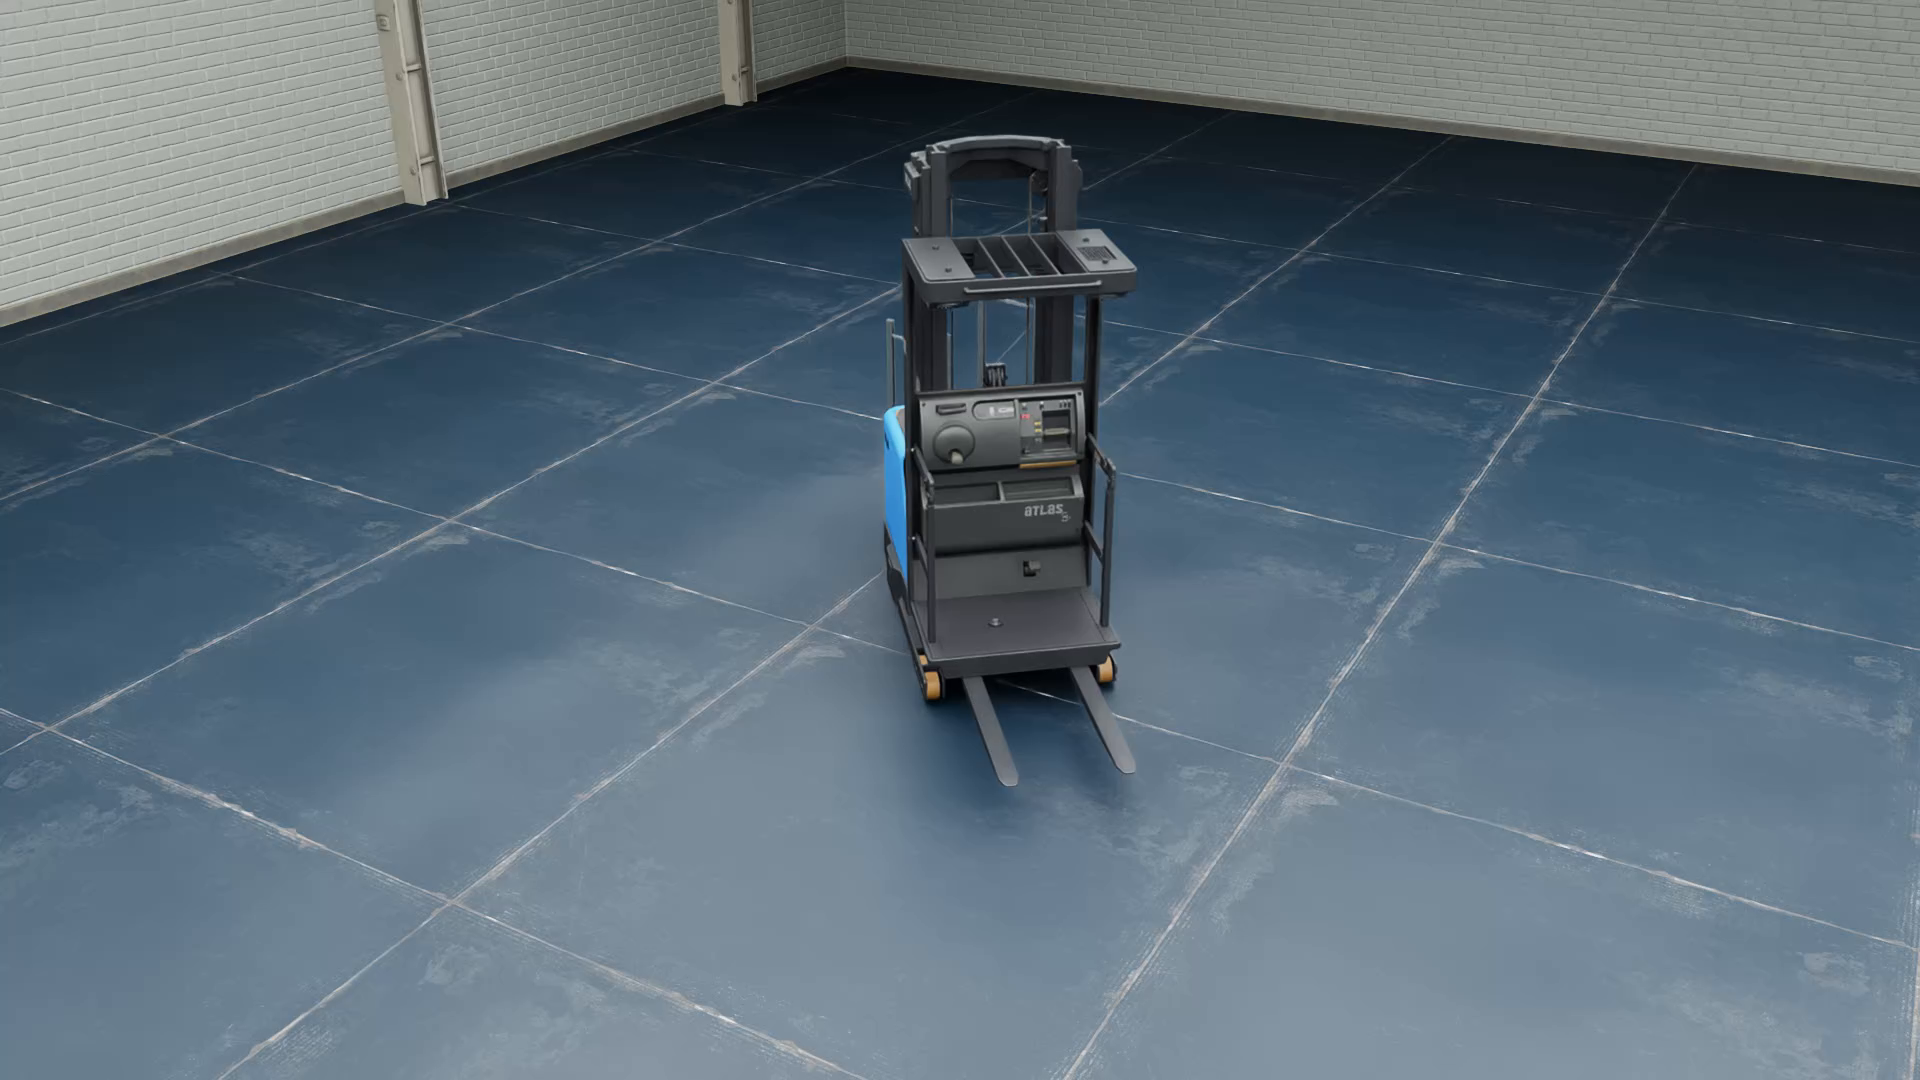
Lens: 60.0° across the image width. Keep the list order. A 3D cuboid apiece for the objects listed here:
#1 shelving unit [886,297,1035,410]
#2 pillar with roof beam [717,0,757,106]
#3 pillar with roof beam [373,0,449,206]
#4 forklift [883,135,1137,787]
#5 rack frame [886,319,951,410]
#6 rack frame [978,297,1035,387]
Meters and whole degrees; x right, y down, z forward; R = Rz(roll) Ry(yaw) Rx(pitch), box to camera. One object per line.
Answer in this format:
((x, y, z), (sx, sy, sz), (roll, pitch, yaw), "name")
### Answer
((0.037, -0.861, 11.214), (0.538, 1.500, 1.048), (18, 32, 32), "shelving unit")
((0.637, -9.278, 19.652), (9.100, 9.000, 0.400), (14, 30, 26), "pillar with roof beam")
((-2.315, -6.940, 14.981), (9.100, 9.000, 0.400), (14, 30, 26), "pillar with roof beam")
((0.279, -0.584, 9.062), (1.130, 2.935, 3.031), (-5, 27, -9), "forklift")
((-0.263, -0.677, 10.846), (0.500, 1.500, 0.032), (18, 32, 32), "rack frame")
((0.336, -1.044, 11.581), (0.500, 1.500, 0.032), (18, 32, 32), "rack frame")
